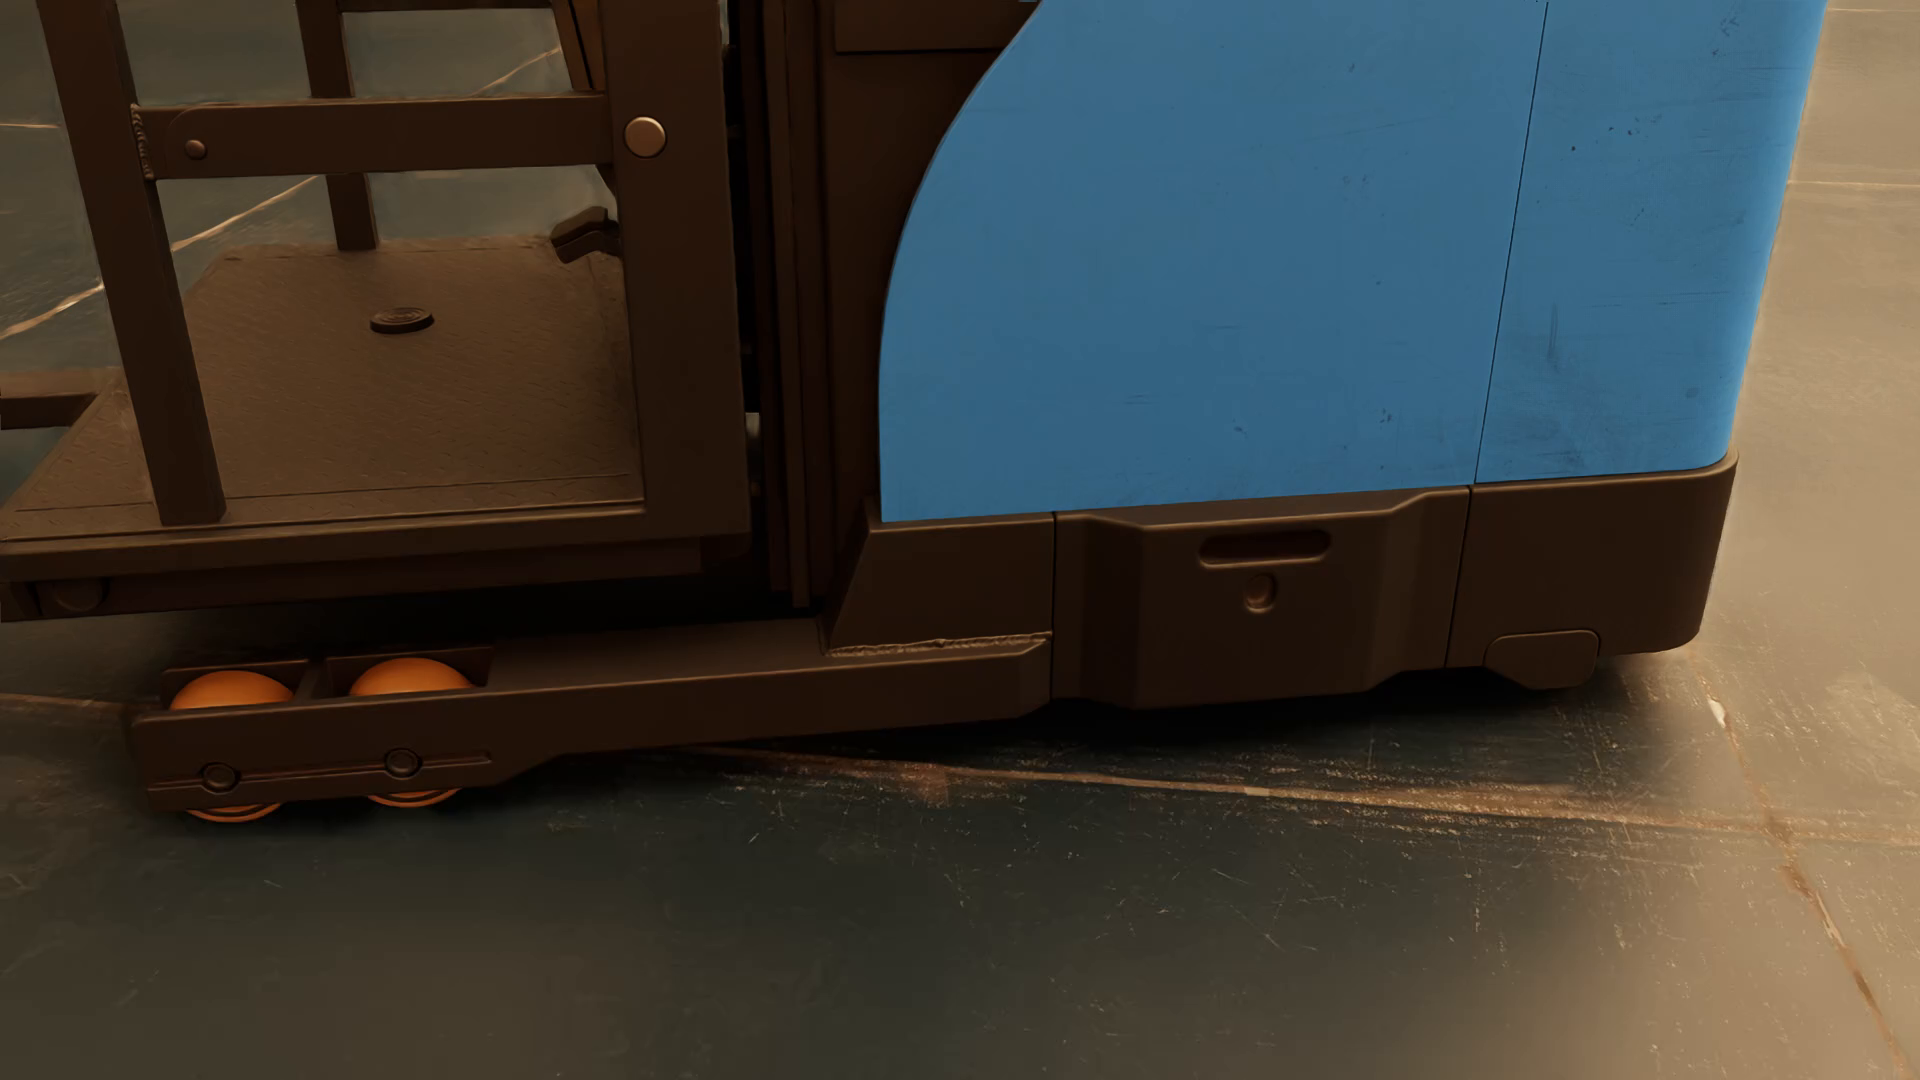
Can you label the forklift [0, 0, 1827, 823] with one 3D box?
[{"bbox_3d":[-0.610,-1.248,1.718,3.031,2.935,1.130,-4,27,-8],"label":"forklift"}]
